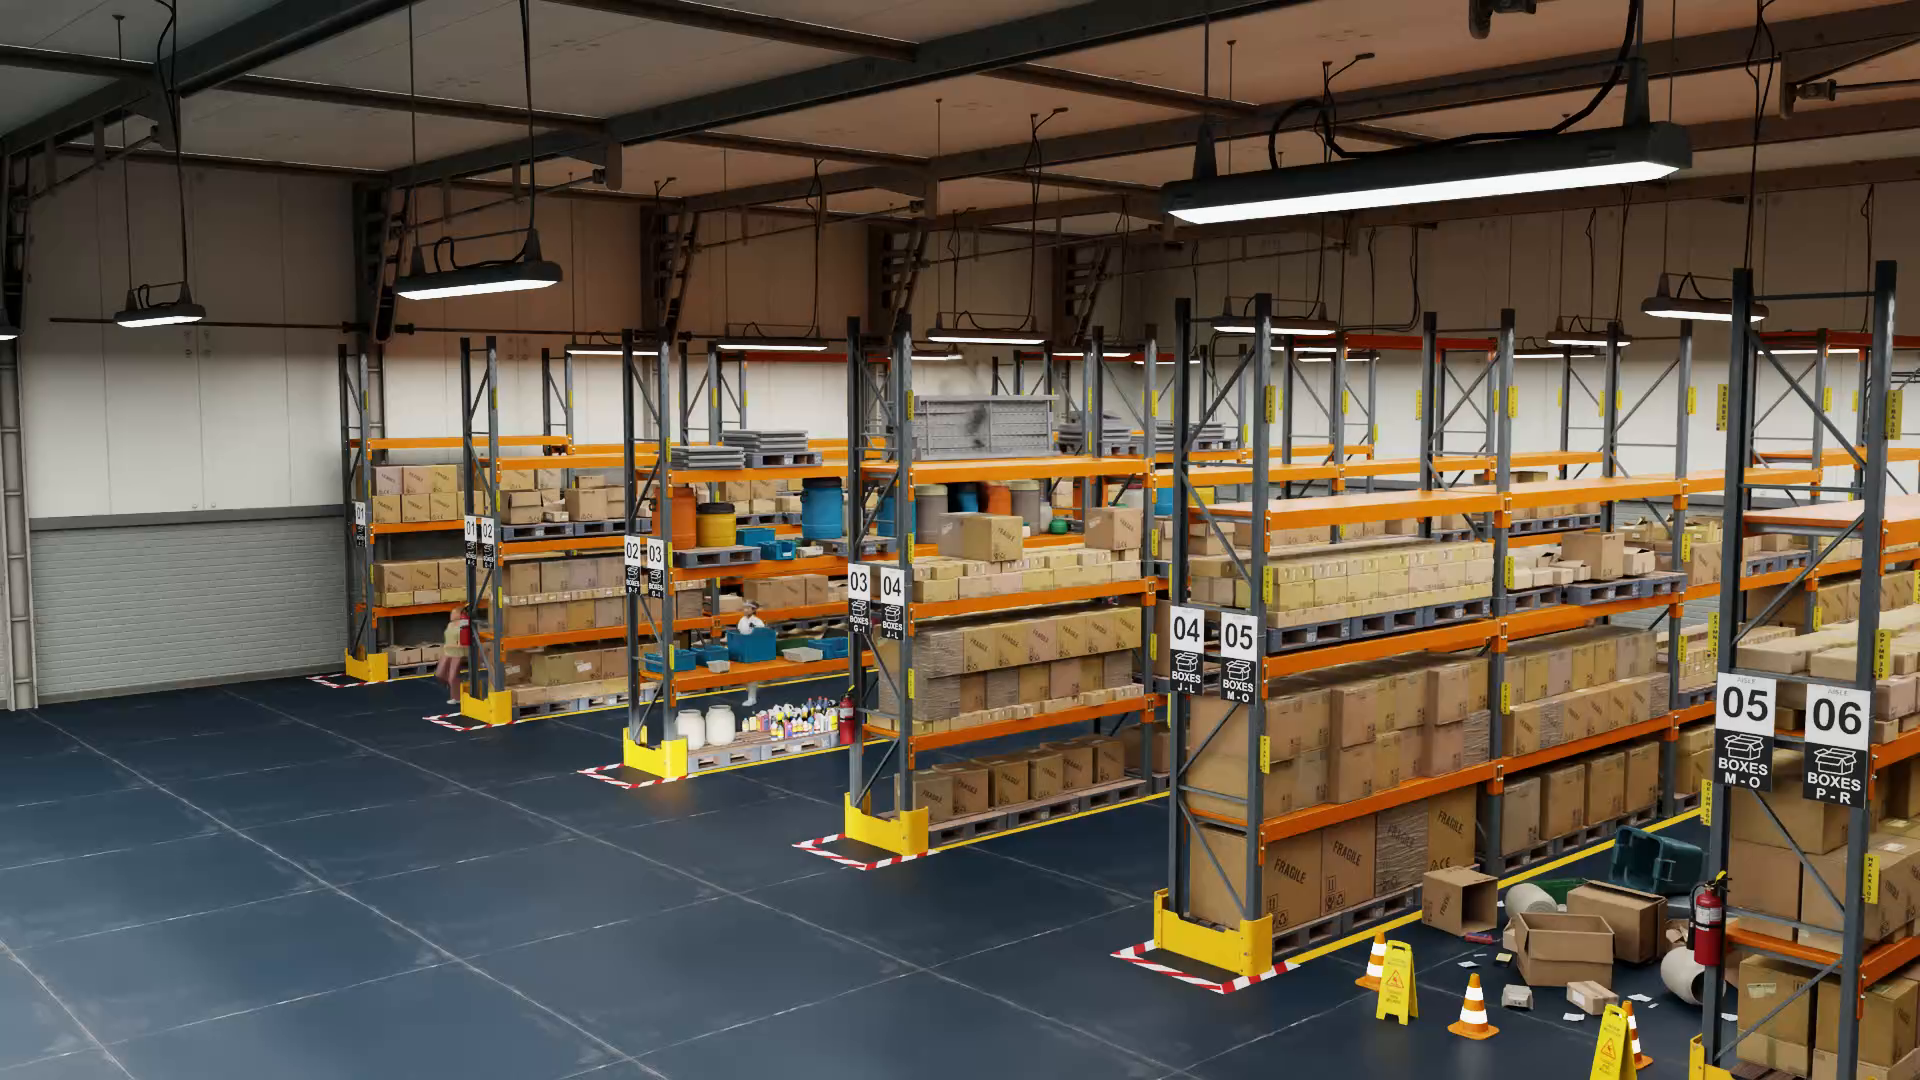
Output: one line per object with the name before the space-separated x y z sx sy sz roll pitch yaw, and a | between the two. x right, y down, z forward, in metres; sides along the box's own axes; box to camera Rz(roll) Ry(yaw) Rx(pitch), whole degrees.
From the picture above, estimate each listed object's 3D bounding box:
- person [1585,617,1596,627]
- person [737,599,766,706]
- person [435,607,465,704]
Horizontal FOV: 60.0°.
person | 9.880 1.980 26.078 0.573 1.647 0.938 5 7 42
person | -3.288 1.740 25.822 0.626 1.664 0.493 3 6 33
person | -8.321 1.905 27.345 0.575 1.613 0.522 2 6 22
